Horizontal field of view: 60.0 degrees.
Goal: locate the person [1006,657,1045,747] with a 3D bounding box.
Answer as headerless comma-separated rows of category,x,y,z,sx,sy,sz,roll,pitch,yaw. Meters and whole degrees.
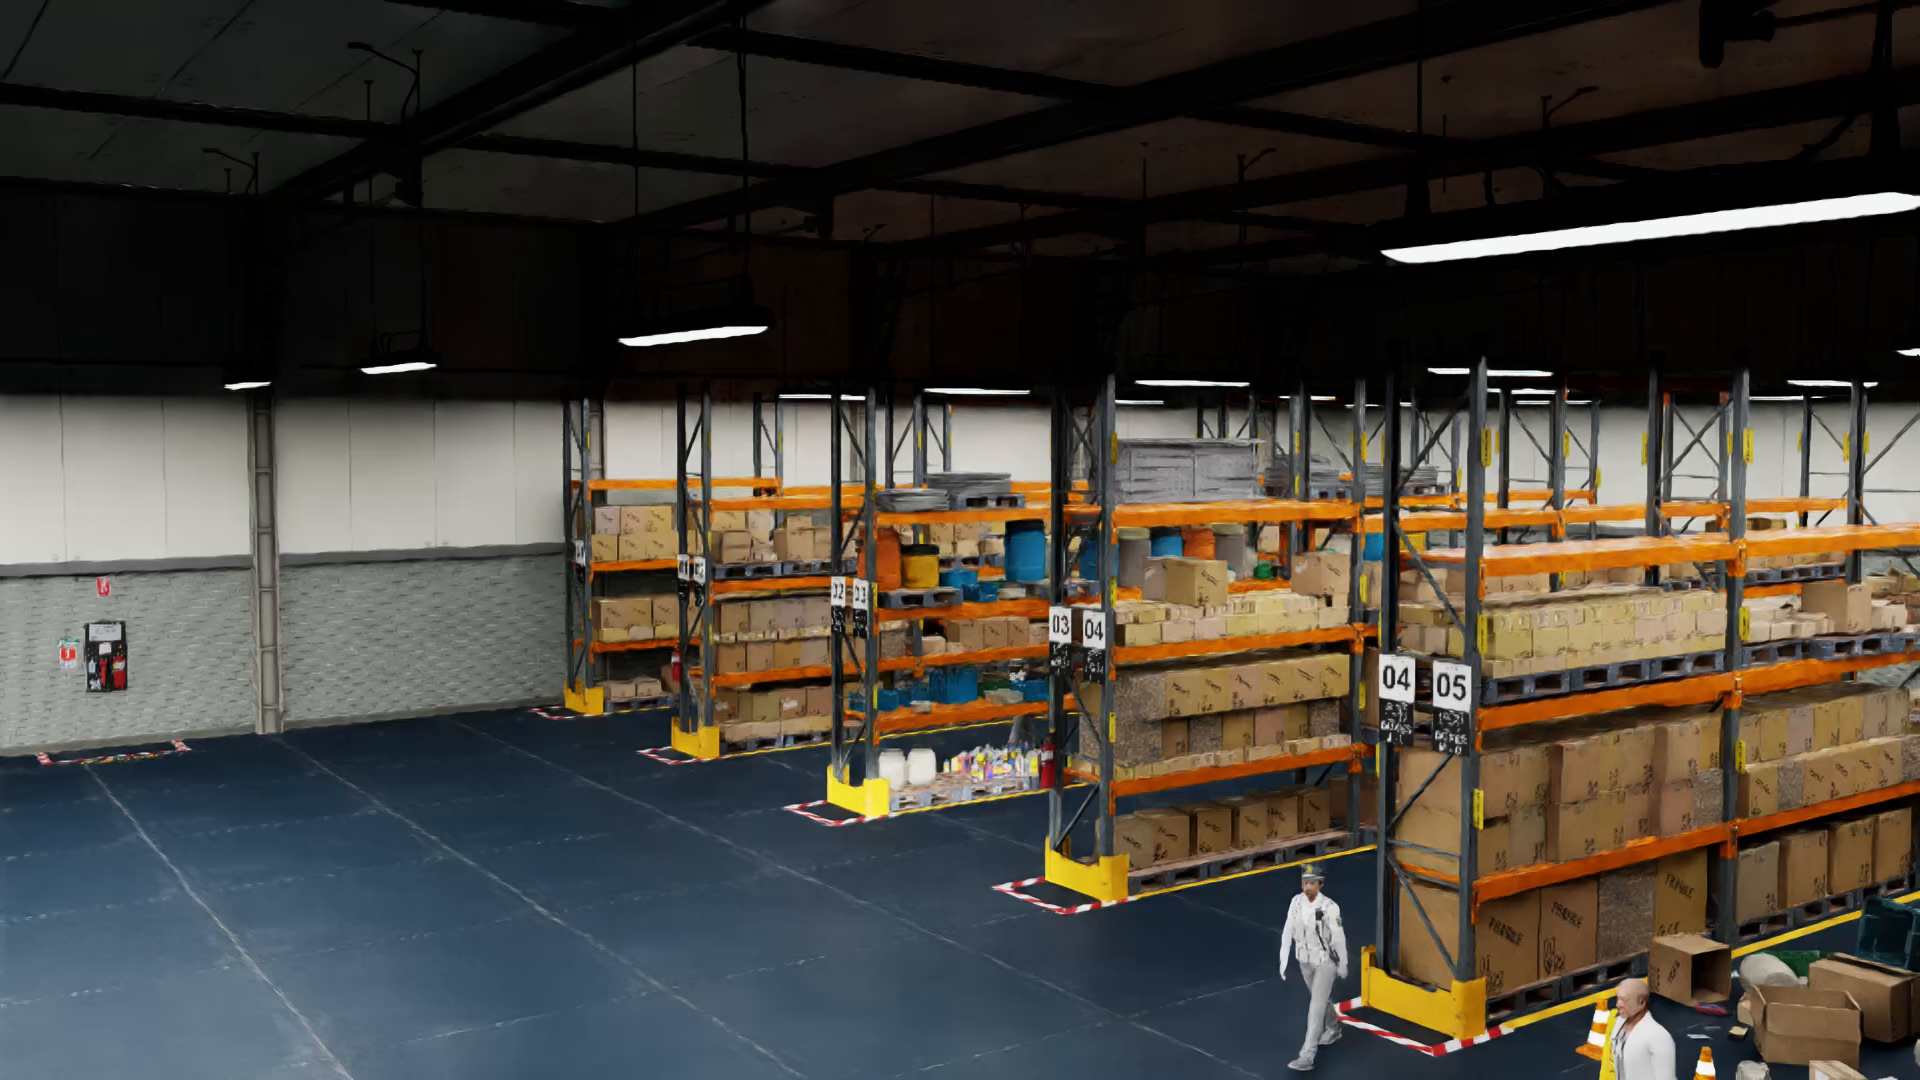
person,0.945,2.649,26.538,1.088,1.589,0.456,-2,4,-32

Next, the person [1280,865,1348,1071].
person,2.906,3.455,13.703,0.994,1.622,0.482,-3,5,-43

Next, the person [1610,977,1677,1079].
person,4.368,3.678,10.567,1.045,1.620,0.636,-1,4,-14
